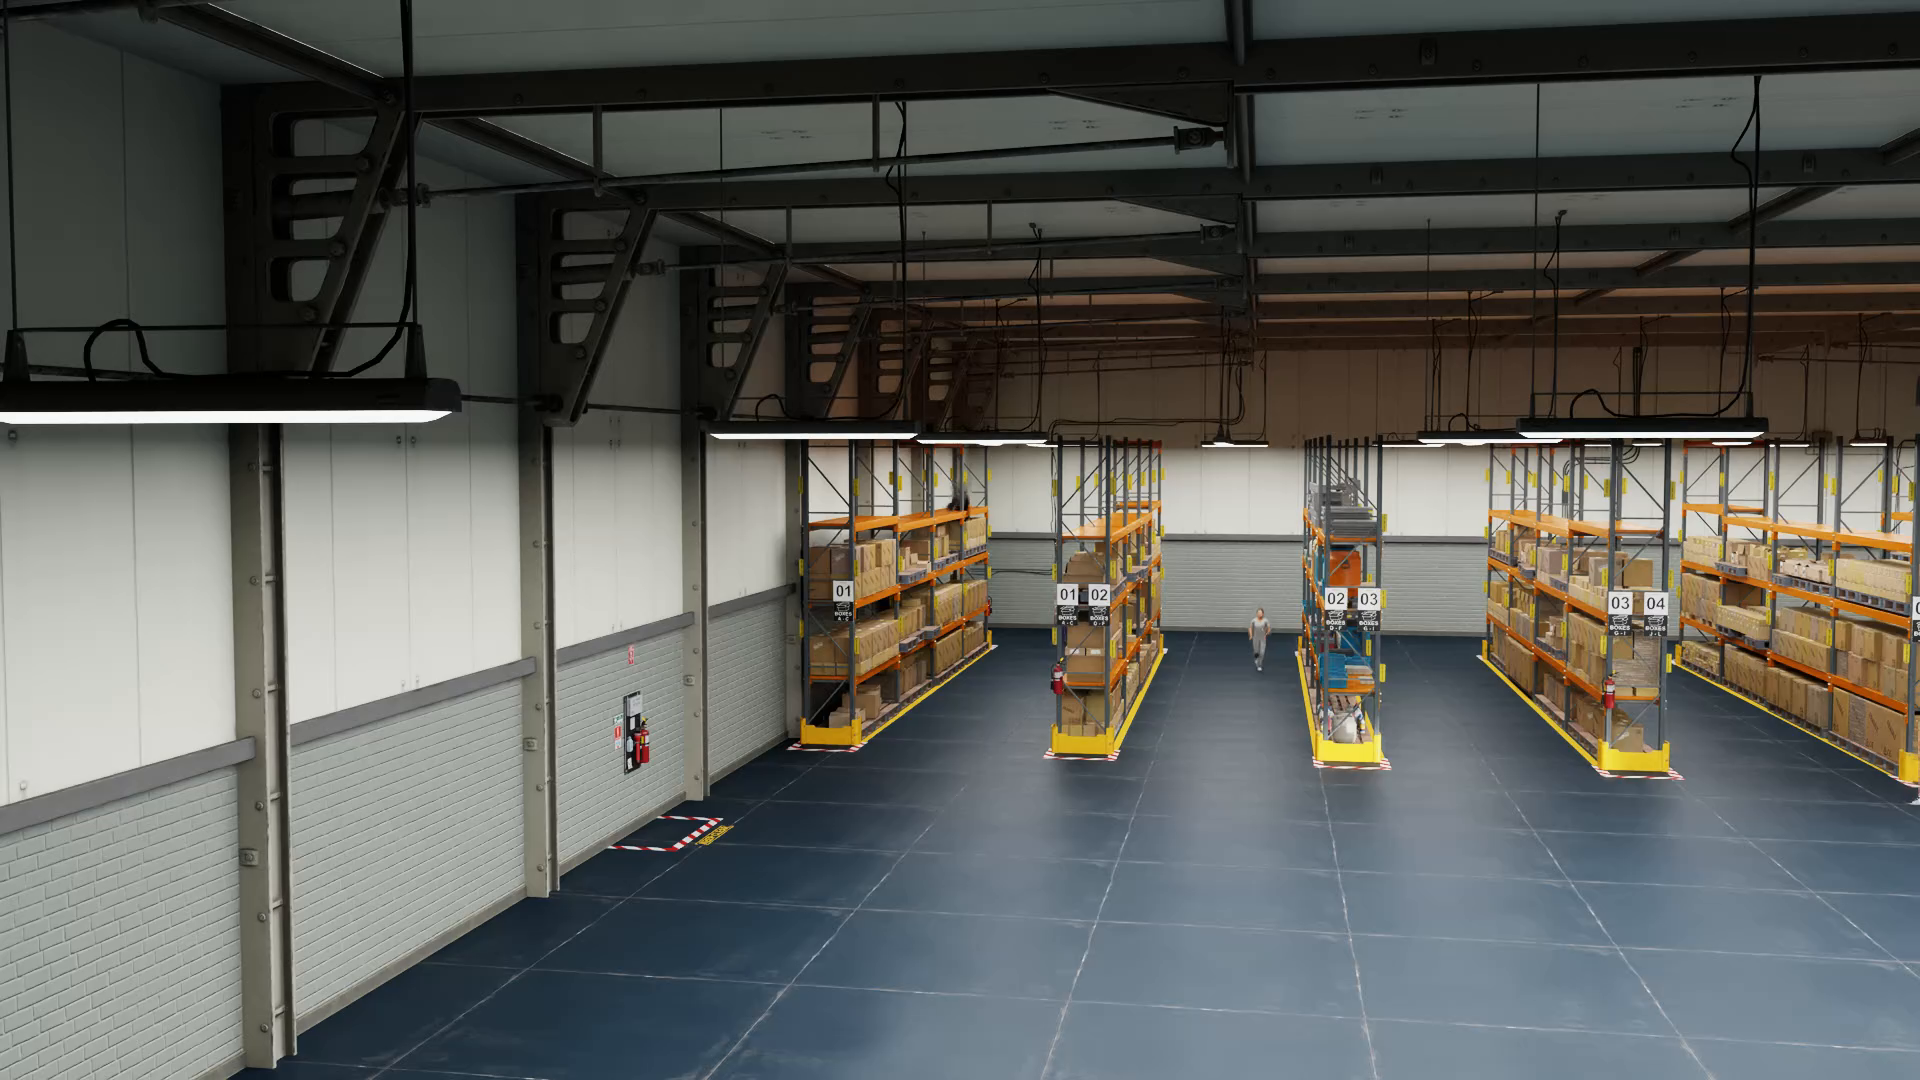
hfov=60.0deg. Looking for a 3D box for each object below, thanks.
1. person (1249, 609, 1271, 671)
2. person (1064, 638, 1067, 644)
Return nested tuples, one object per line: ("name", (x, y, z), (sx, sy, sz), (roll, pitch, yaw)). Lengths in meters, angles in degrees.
("person", (7.787, 2.584, 43.227), (0.542, 1.619, 0.607), (1, 3, 11))
("person", (3.565, 2.374, 48.525), (1.073, 1.460, 0.590), (1, 3, 22))
